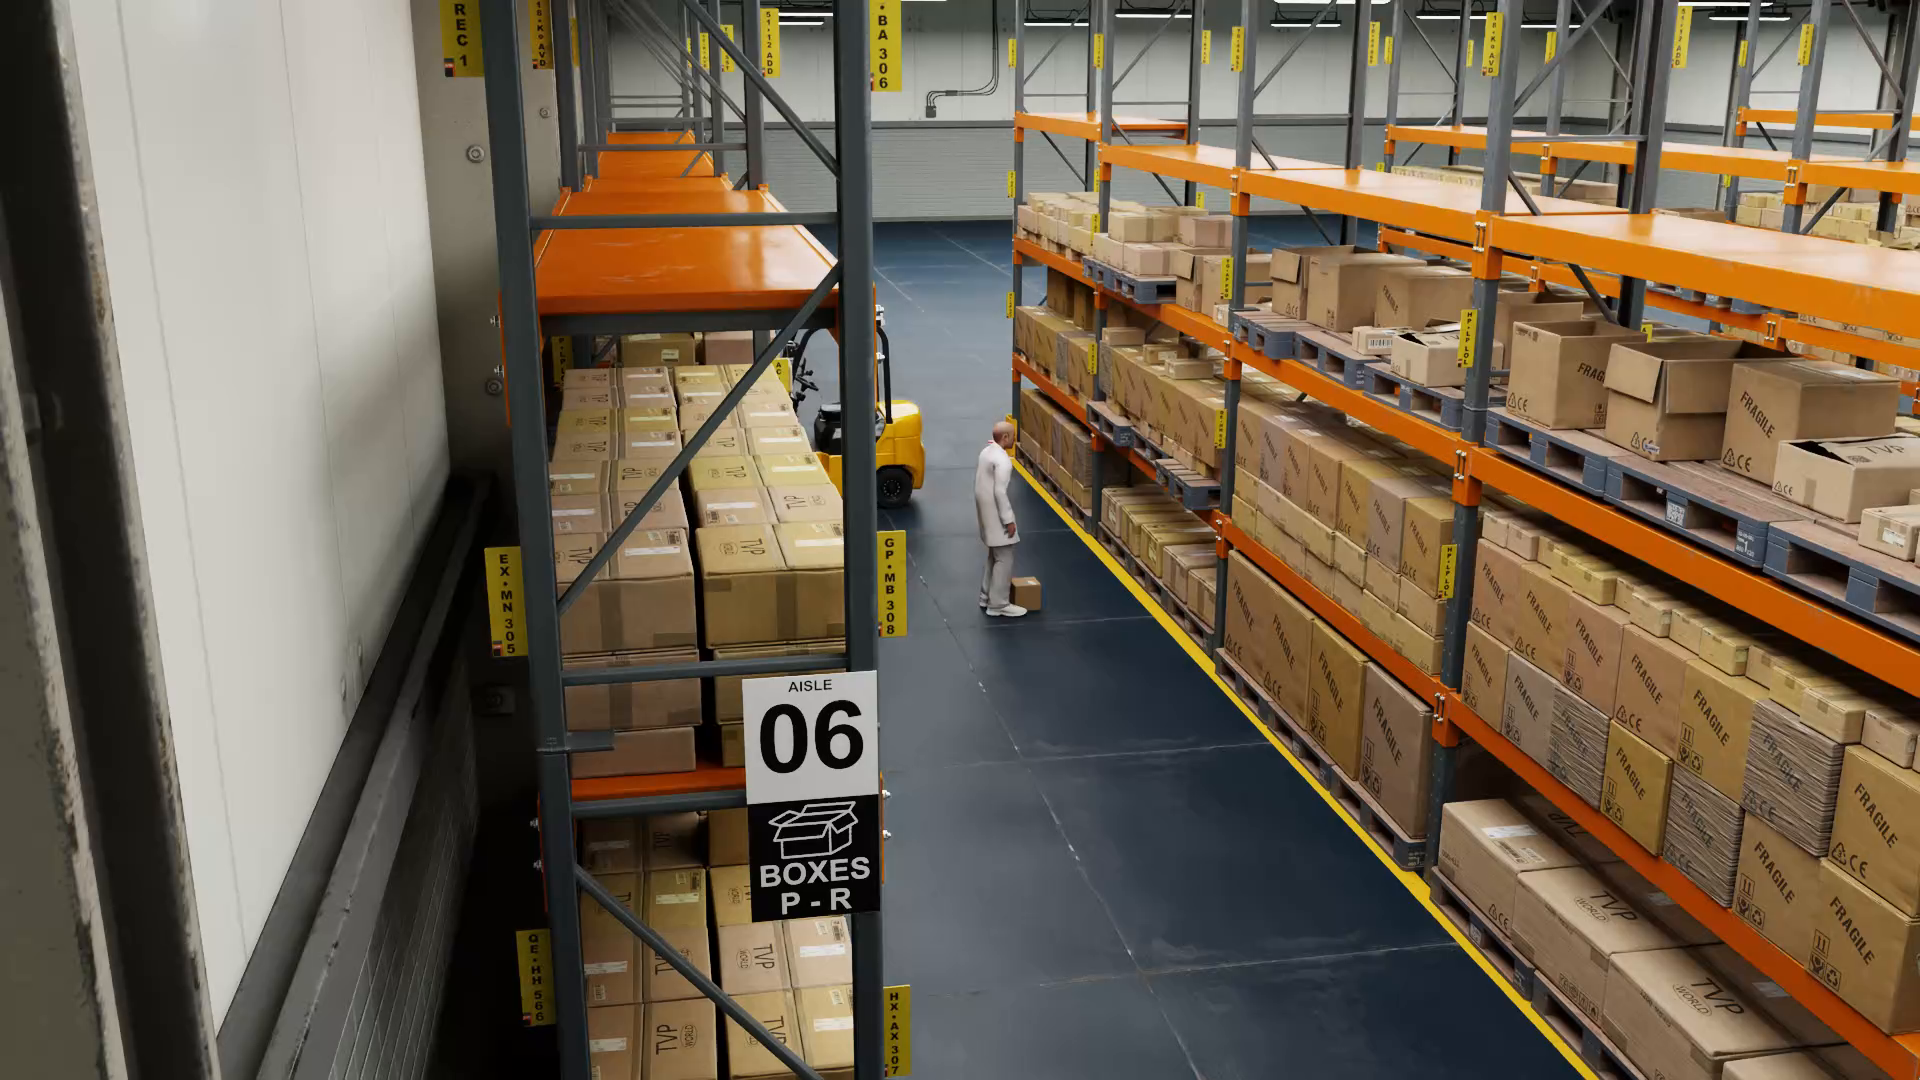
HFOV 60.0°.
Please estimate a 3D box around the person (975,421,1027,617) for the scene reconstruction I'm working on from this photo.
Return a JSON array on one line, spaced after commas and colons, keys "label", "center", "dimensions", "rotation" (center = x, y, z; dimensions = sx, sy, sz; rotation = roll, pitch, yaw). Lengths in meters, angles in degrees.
[{"label": "person", "center": [0.357, -0.214, 15.304], "dimensions": [0.429, 1.772, 0.648], "rotation": [-4, 17, -14]}]
